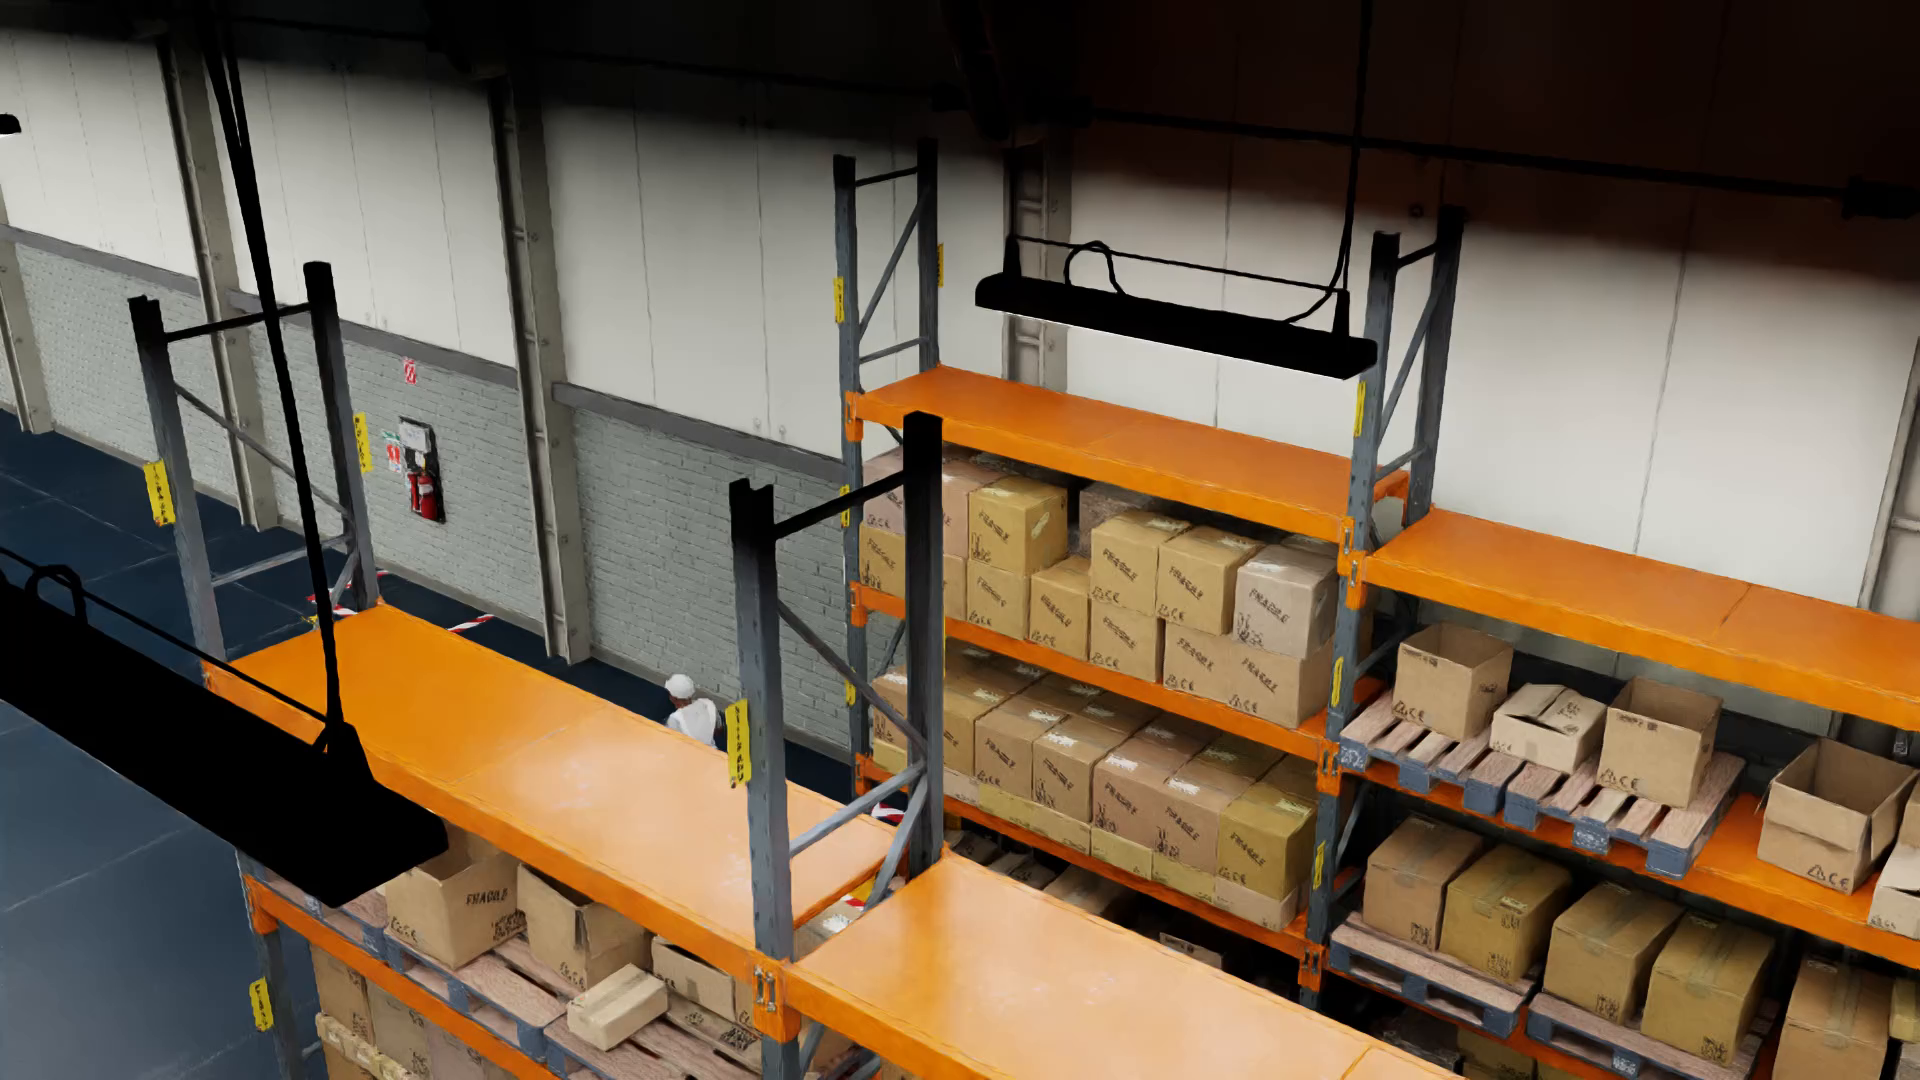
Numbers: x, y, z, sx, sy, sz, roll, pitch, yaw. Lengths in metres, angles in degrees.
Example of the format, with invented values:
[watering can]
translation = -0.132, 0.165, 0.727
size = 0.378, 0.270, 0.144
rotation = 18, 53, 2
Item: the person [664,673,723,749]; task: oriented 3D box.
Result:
[person]
translation = -2.225, 1.915, 13.832
size = 0.843, 1.716, 0.721
rotation = 20, 30, 39
